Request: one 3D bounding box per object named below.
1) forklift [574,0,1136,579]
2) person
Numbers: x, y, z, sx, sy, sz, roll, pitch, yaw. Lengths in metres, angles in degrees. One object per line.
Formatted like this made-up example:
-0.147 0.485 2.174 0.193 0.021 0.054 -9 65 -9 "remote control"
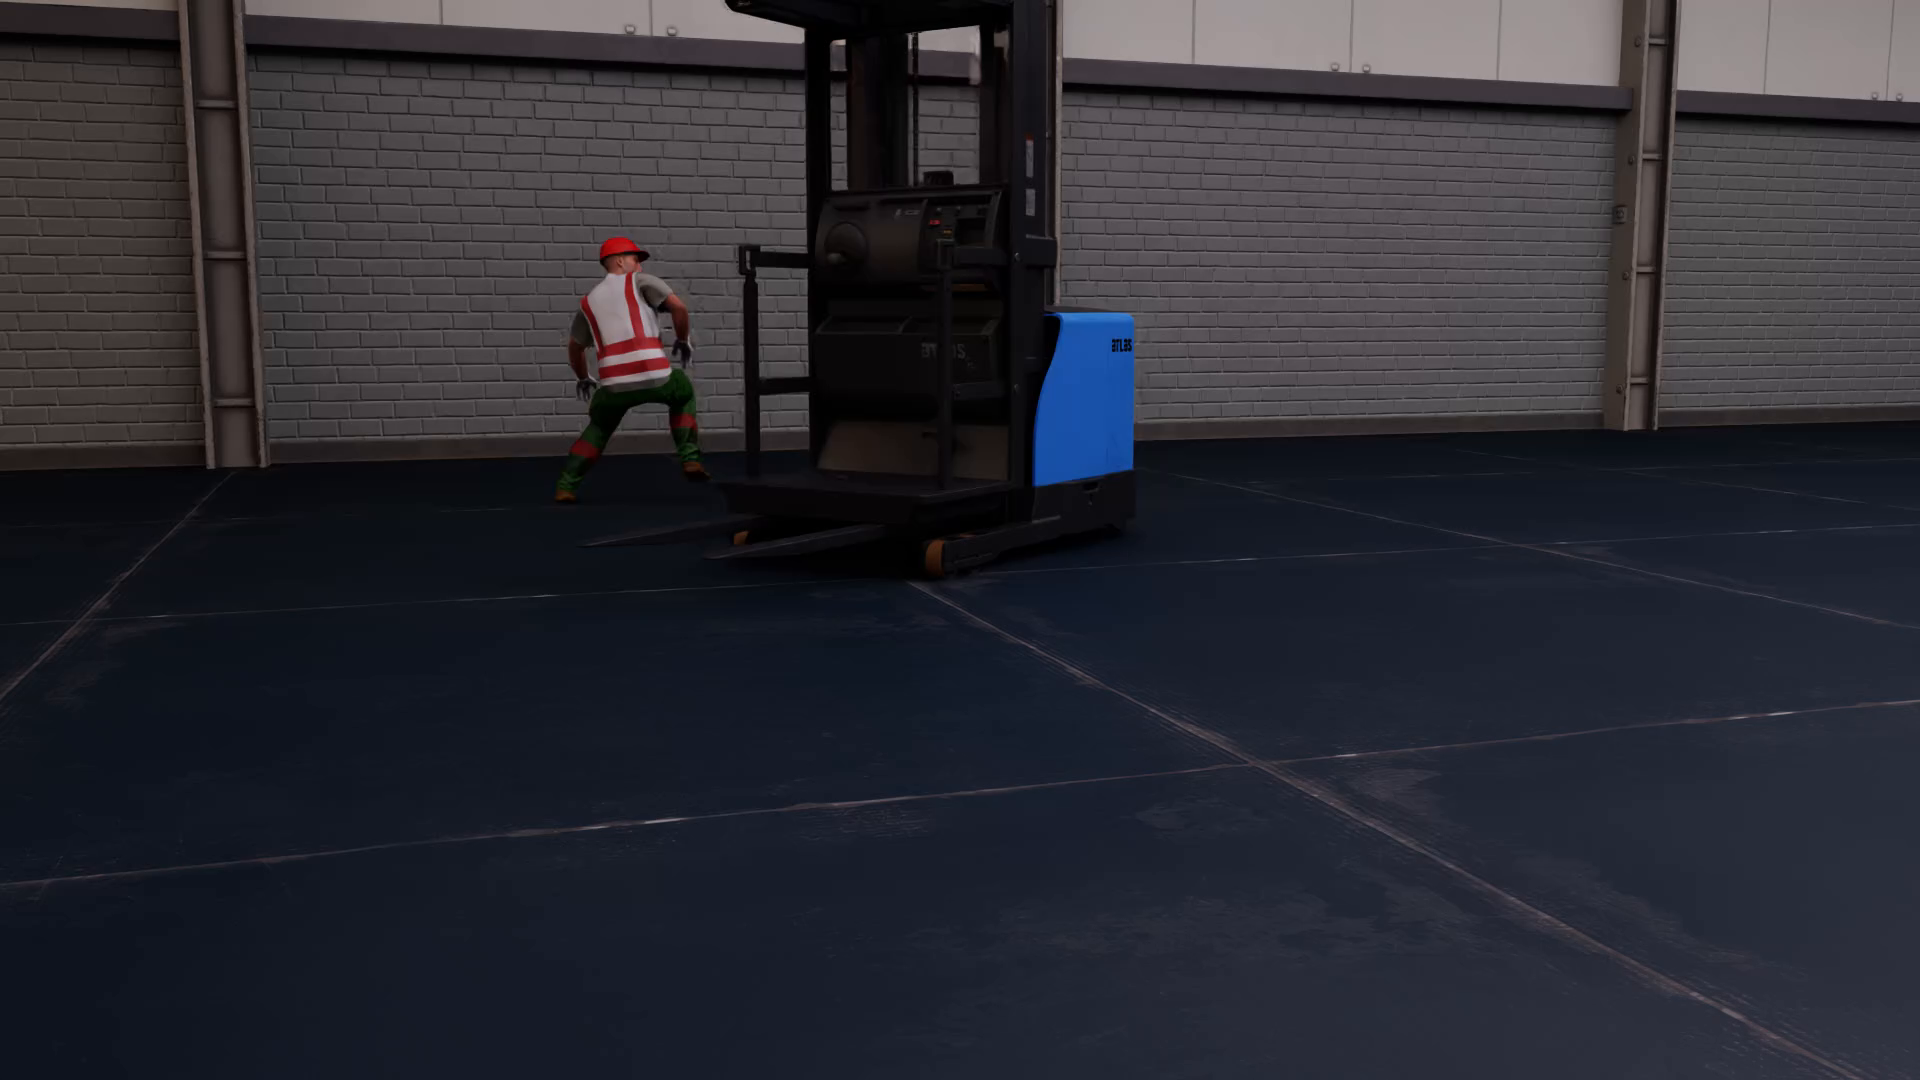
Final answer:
-0.343 -1.363 7.068 1.130 2.935 3.031 5 9 32 "forklift"
-1.897 -0.948 9.492 0.887 1.545 0.709 1 8 6 "person"
